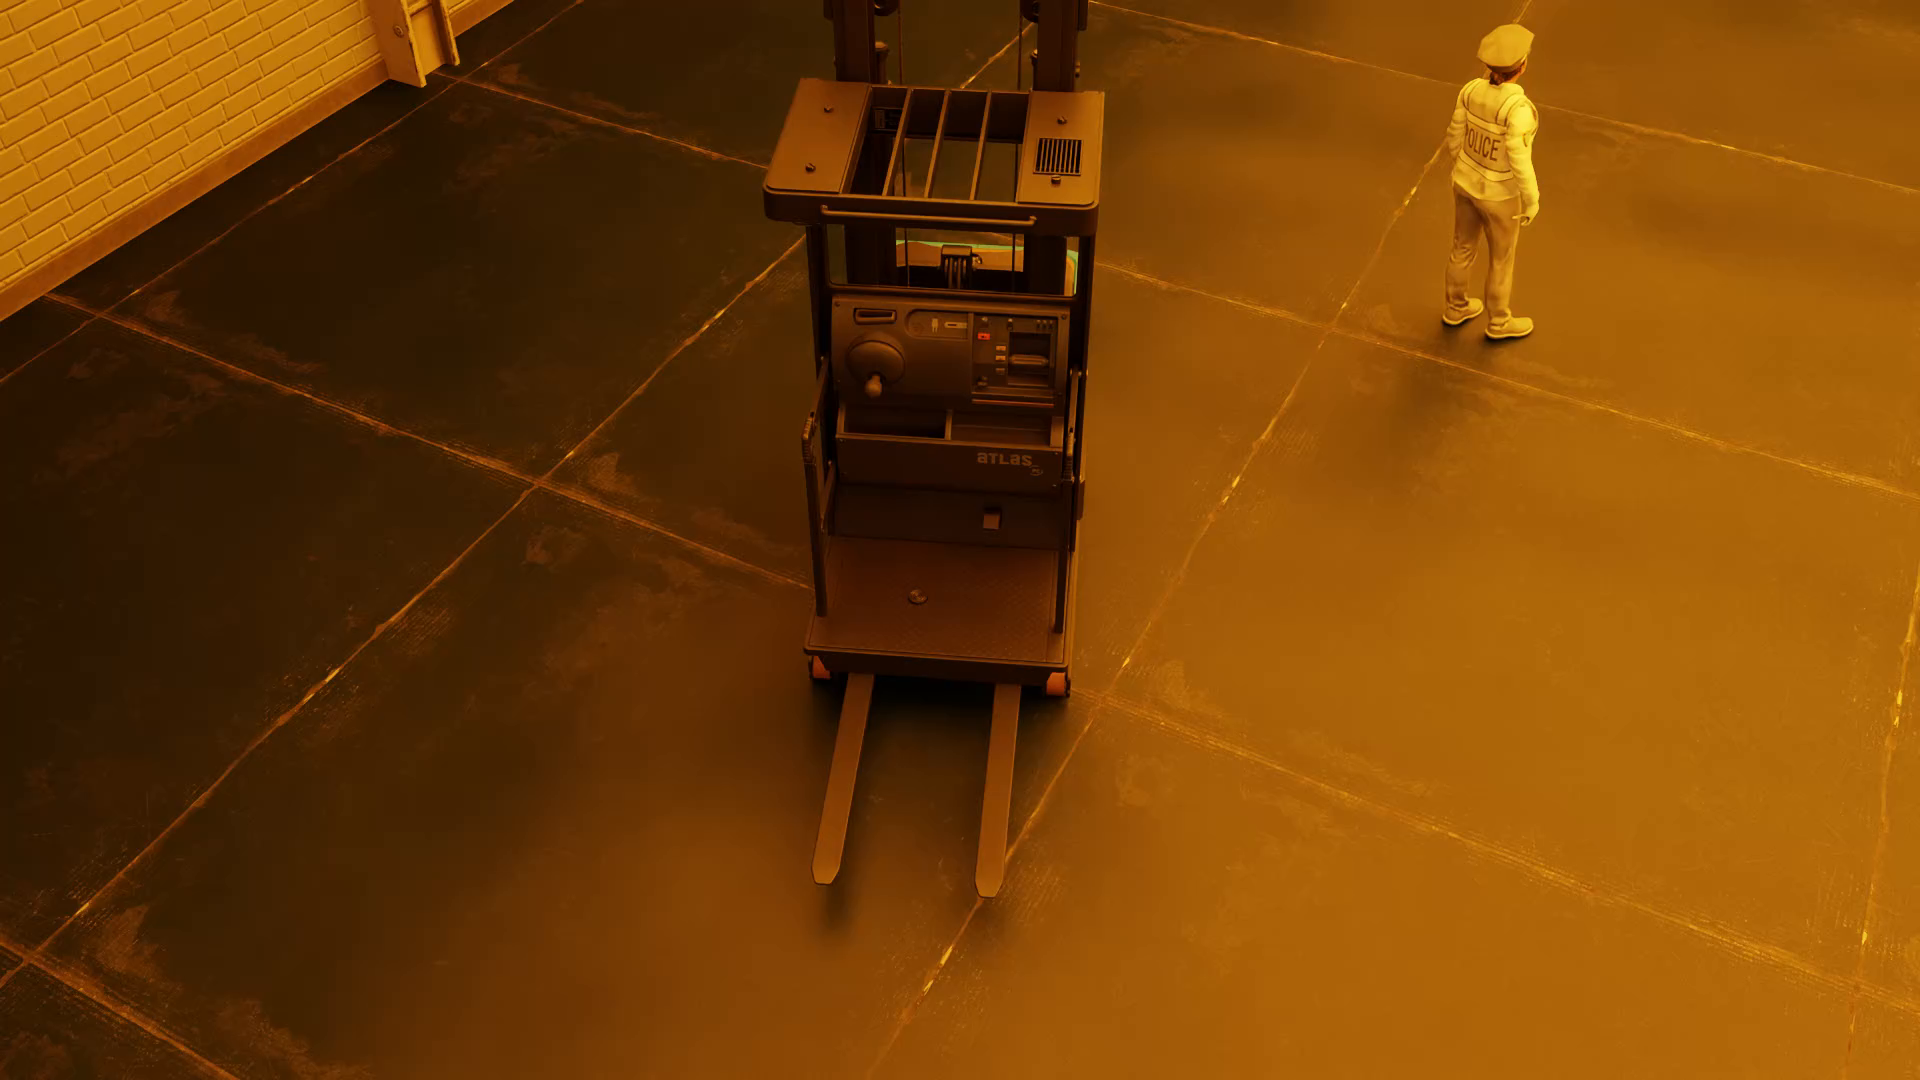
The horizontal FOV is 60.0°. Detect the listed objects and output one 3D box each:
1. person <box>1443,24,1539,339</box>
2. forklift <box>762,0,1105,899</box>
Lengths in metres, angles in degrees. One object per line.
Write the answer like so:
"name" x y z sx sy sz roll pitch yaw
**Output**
"person" 2.743 -1.820 8.478 0.529 1.697 0.581 -23 48 -22
"forklift" -0.059 -0.651 6.345 1.130 2.935 3.031 4 43 4
